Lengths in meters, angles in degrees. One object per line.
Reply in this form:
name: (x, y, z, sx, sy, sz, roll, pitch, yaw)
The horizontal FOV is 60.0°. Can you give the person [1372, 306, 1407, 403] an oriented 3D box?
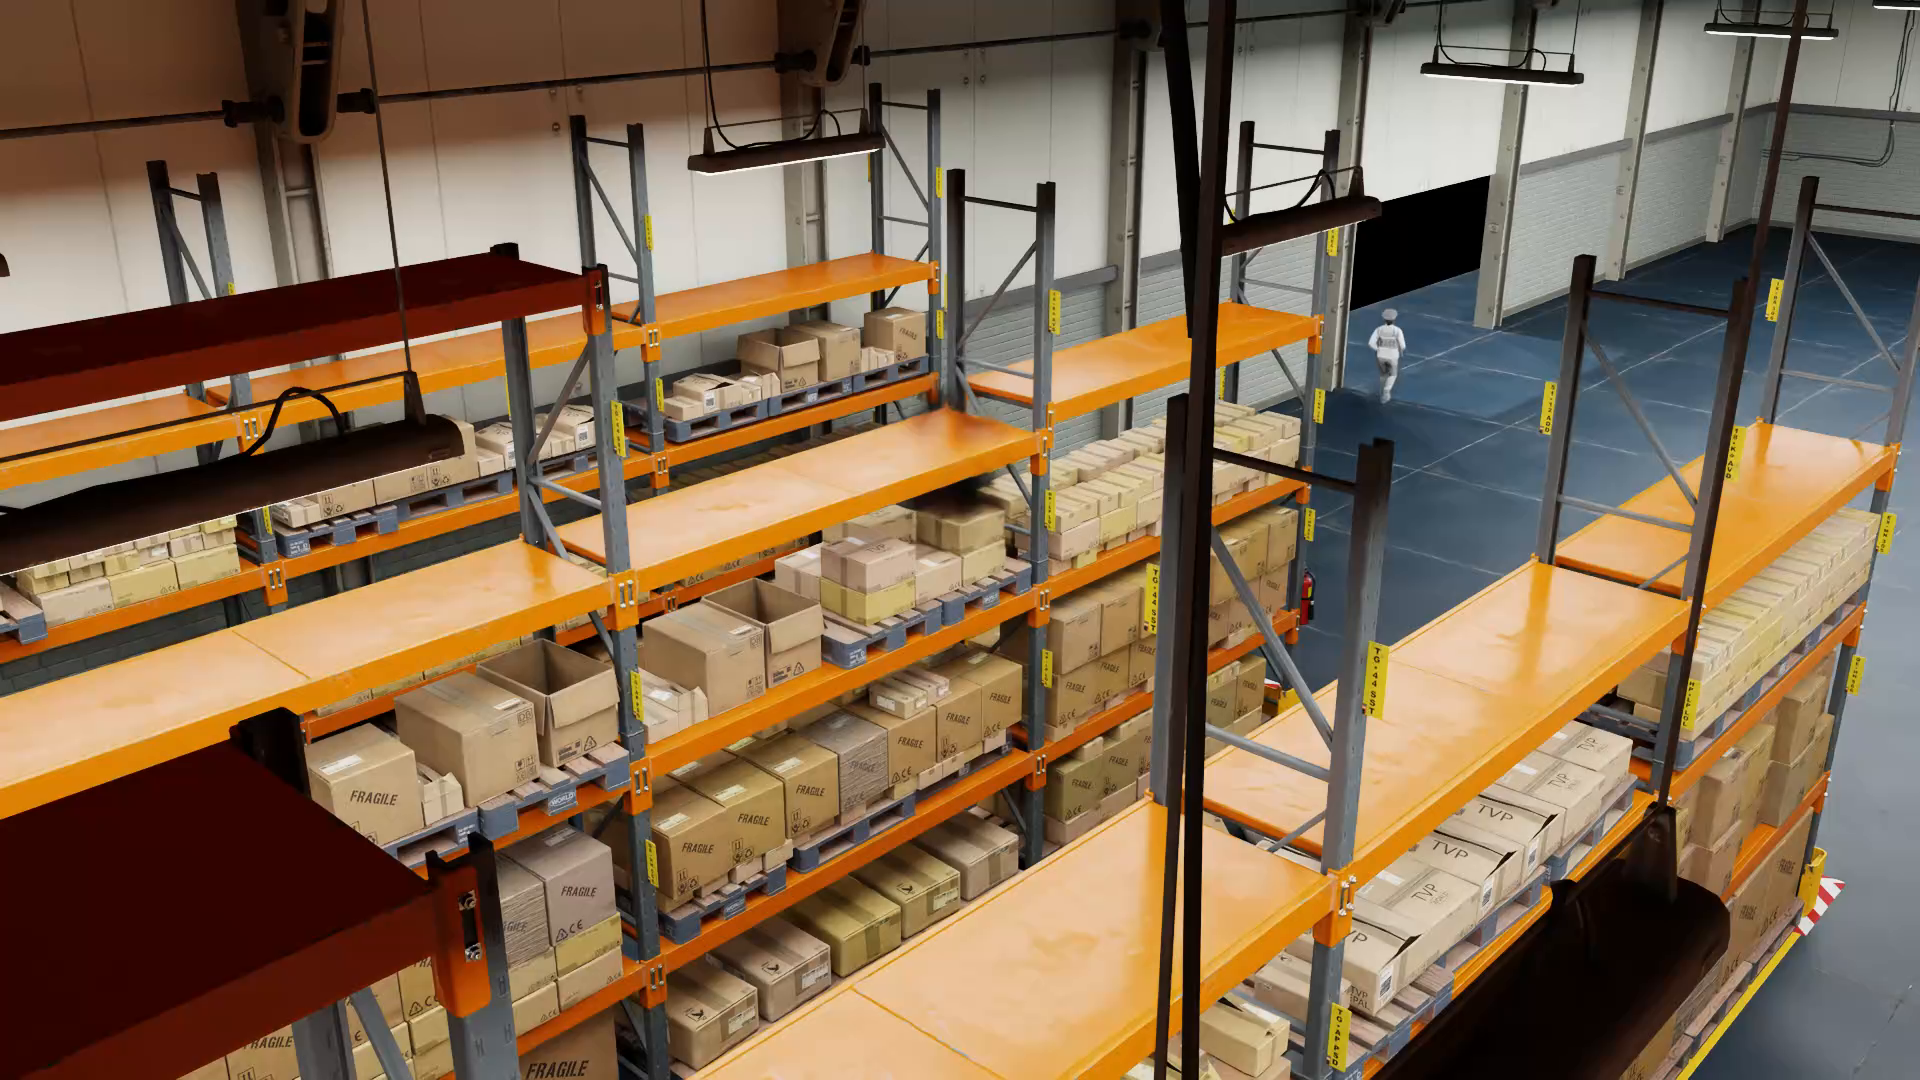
person: (7.168, -3.092, 27.699, 0.604, 1.648, 0.515, 10, 23, 23)
